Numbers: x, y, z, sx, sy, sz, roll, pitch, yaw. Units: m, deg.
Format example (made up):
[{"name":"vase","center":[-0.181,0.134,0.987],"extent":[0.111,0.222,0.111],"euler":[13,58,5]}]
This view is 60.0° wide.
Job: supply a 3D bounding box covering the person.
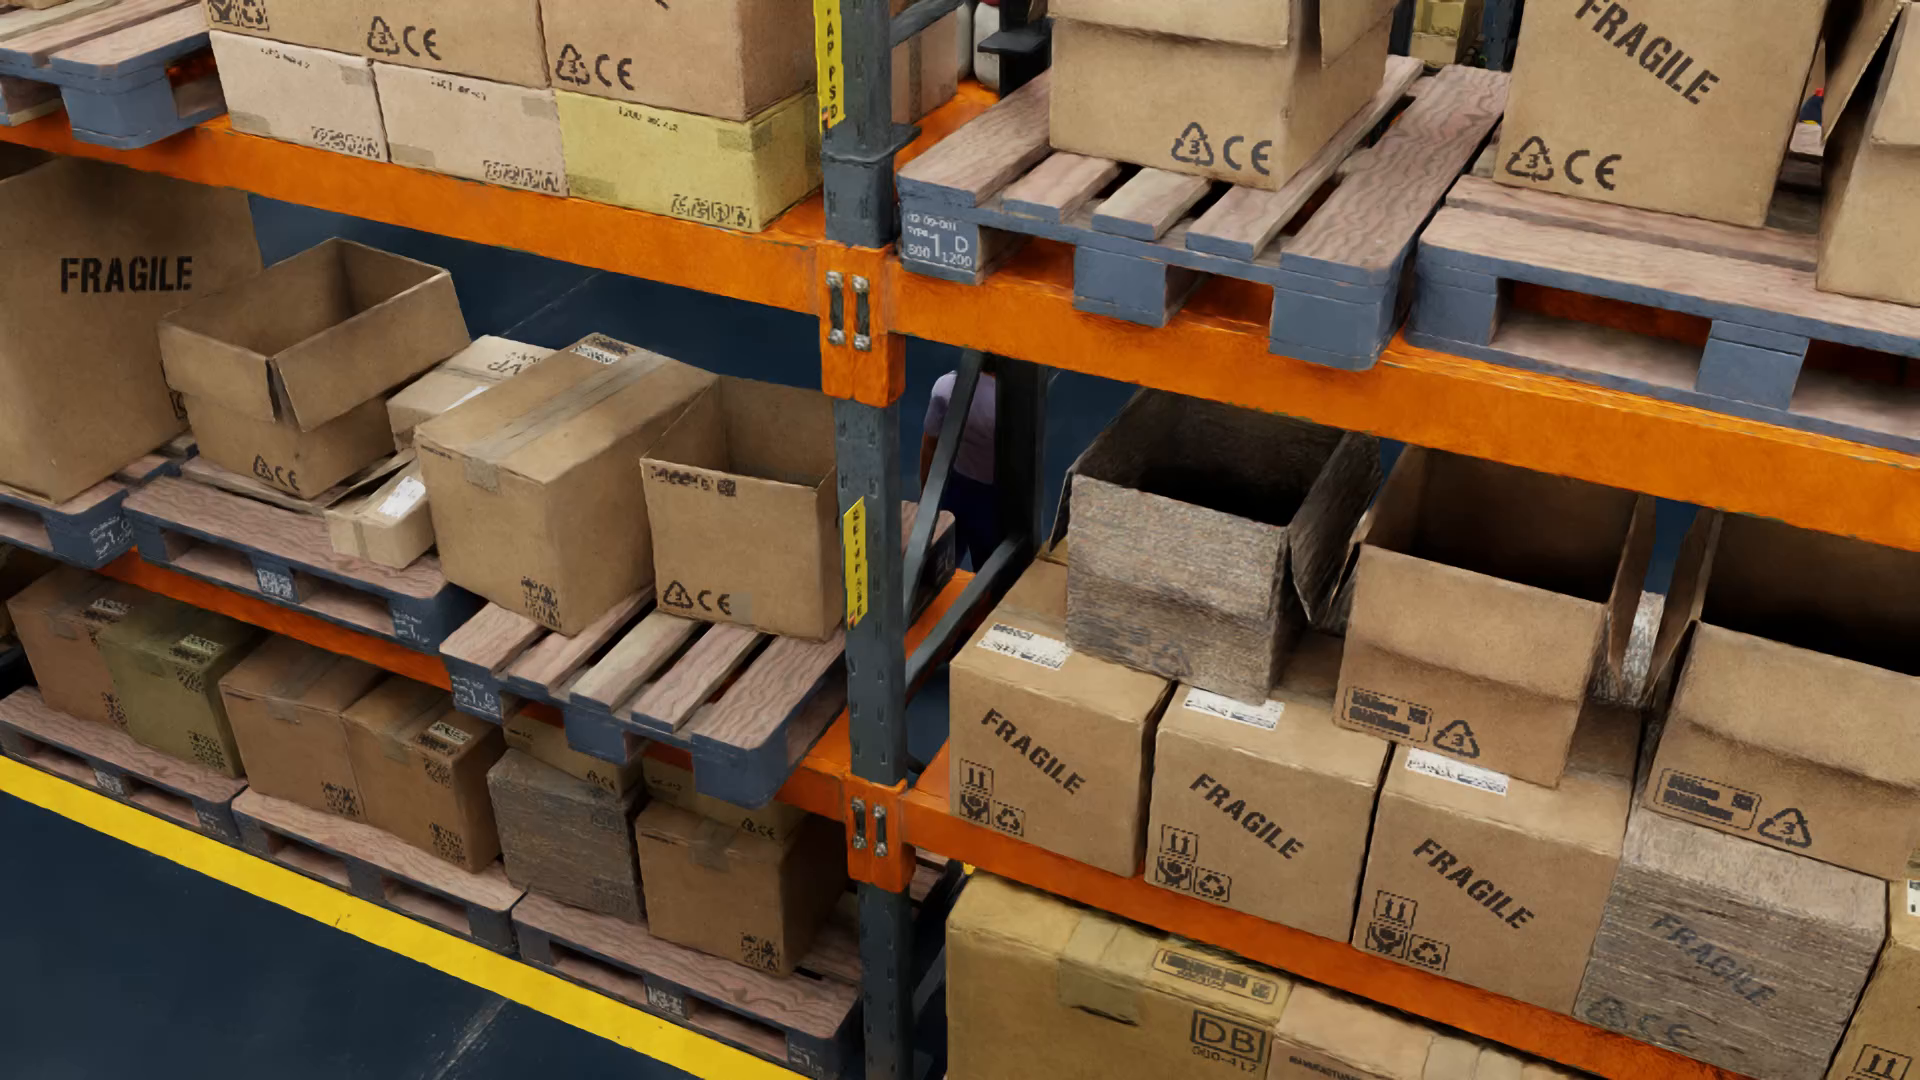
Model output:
[{"name":"person","center":[0.034,-0.128,6.379],"extent":[0.660,1.621,0.432],"euler":[14,36,20]}]
